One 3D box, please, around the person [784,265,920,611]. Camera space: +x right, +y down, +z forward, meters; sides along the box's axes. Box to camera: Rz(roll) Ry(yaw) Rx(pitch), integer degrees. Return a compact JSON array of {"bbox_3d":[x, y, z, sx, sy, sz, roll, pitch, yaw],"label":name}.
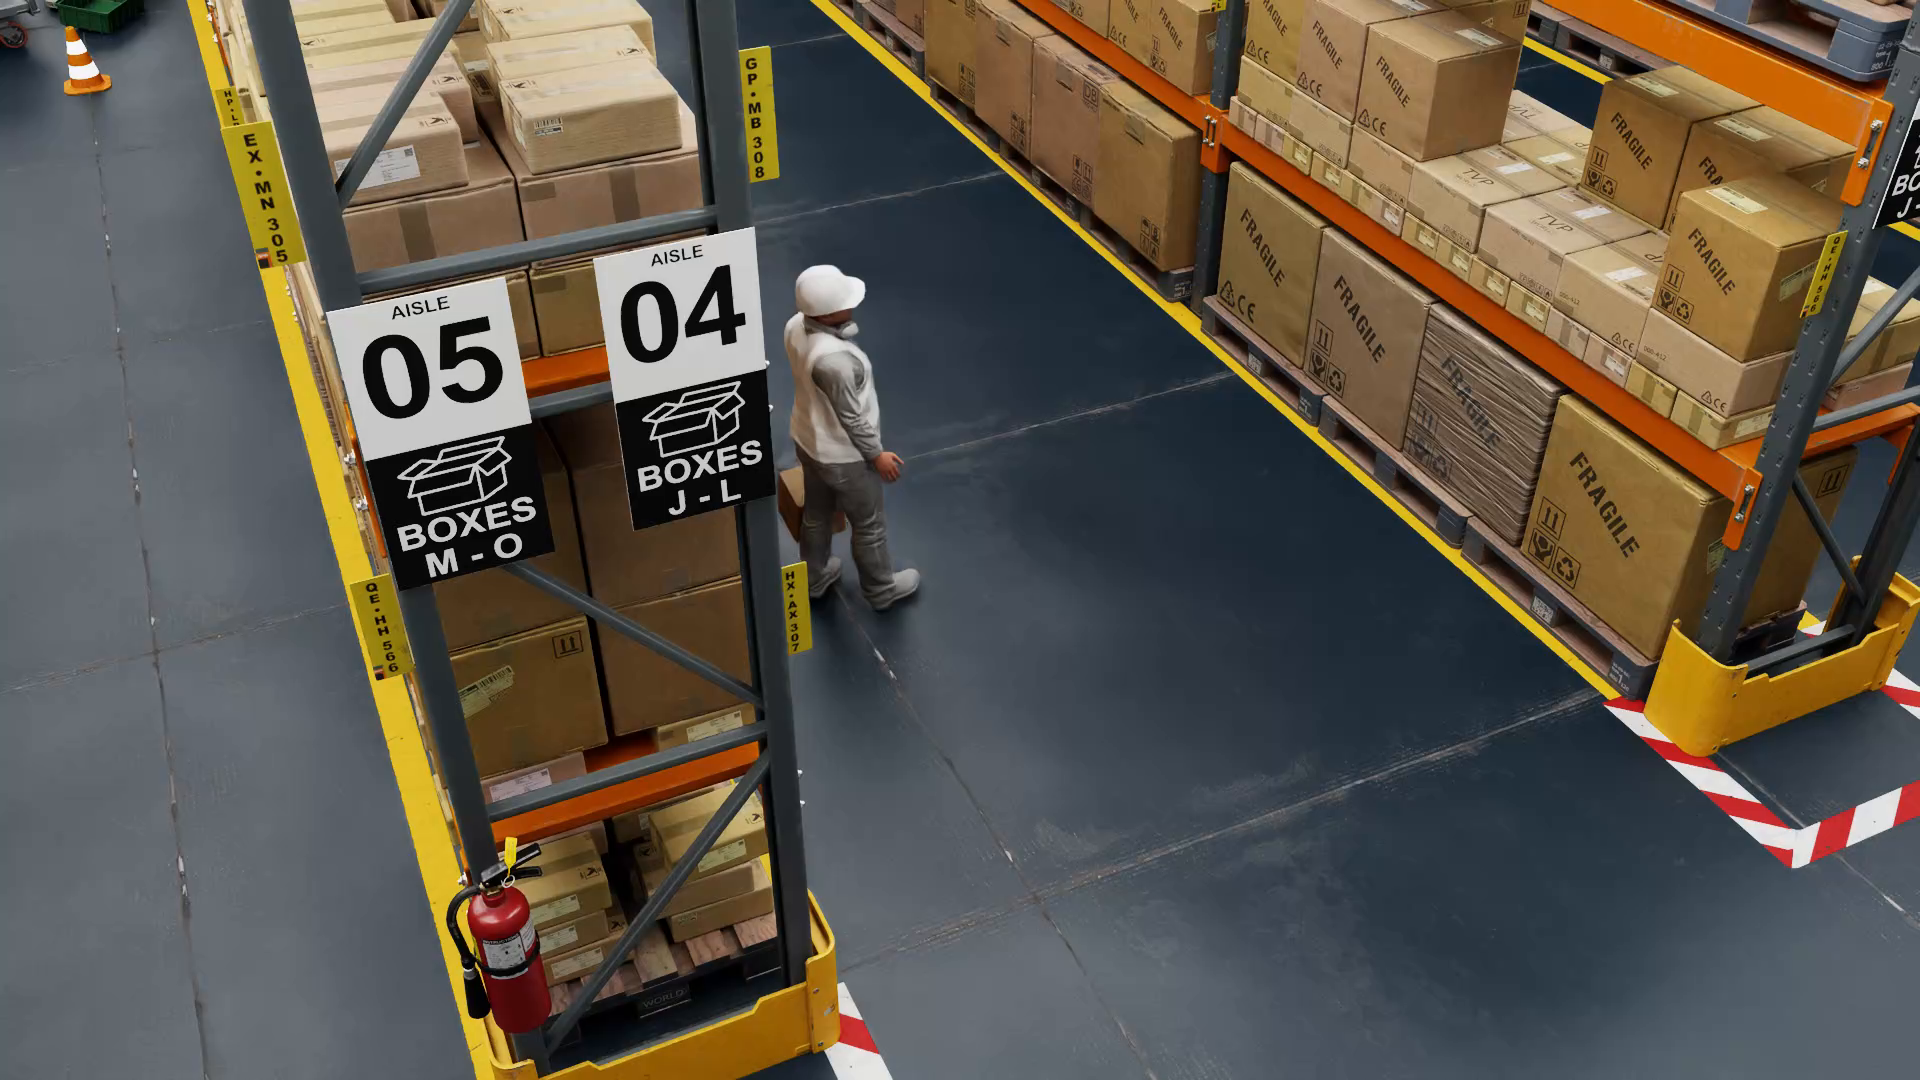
[{"bbox_3d":[-0.475,-0.465,7.415,0.535,1.776,0.577,-20,41,-25],"label":"person"}]
